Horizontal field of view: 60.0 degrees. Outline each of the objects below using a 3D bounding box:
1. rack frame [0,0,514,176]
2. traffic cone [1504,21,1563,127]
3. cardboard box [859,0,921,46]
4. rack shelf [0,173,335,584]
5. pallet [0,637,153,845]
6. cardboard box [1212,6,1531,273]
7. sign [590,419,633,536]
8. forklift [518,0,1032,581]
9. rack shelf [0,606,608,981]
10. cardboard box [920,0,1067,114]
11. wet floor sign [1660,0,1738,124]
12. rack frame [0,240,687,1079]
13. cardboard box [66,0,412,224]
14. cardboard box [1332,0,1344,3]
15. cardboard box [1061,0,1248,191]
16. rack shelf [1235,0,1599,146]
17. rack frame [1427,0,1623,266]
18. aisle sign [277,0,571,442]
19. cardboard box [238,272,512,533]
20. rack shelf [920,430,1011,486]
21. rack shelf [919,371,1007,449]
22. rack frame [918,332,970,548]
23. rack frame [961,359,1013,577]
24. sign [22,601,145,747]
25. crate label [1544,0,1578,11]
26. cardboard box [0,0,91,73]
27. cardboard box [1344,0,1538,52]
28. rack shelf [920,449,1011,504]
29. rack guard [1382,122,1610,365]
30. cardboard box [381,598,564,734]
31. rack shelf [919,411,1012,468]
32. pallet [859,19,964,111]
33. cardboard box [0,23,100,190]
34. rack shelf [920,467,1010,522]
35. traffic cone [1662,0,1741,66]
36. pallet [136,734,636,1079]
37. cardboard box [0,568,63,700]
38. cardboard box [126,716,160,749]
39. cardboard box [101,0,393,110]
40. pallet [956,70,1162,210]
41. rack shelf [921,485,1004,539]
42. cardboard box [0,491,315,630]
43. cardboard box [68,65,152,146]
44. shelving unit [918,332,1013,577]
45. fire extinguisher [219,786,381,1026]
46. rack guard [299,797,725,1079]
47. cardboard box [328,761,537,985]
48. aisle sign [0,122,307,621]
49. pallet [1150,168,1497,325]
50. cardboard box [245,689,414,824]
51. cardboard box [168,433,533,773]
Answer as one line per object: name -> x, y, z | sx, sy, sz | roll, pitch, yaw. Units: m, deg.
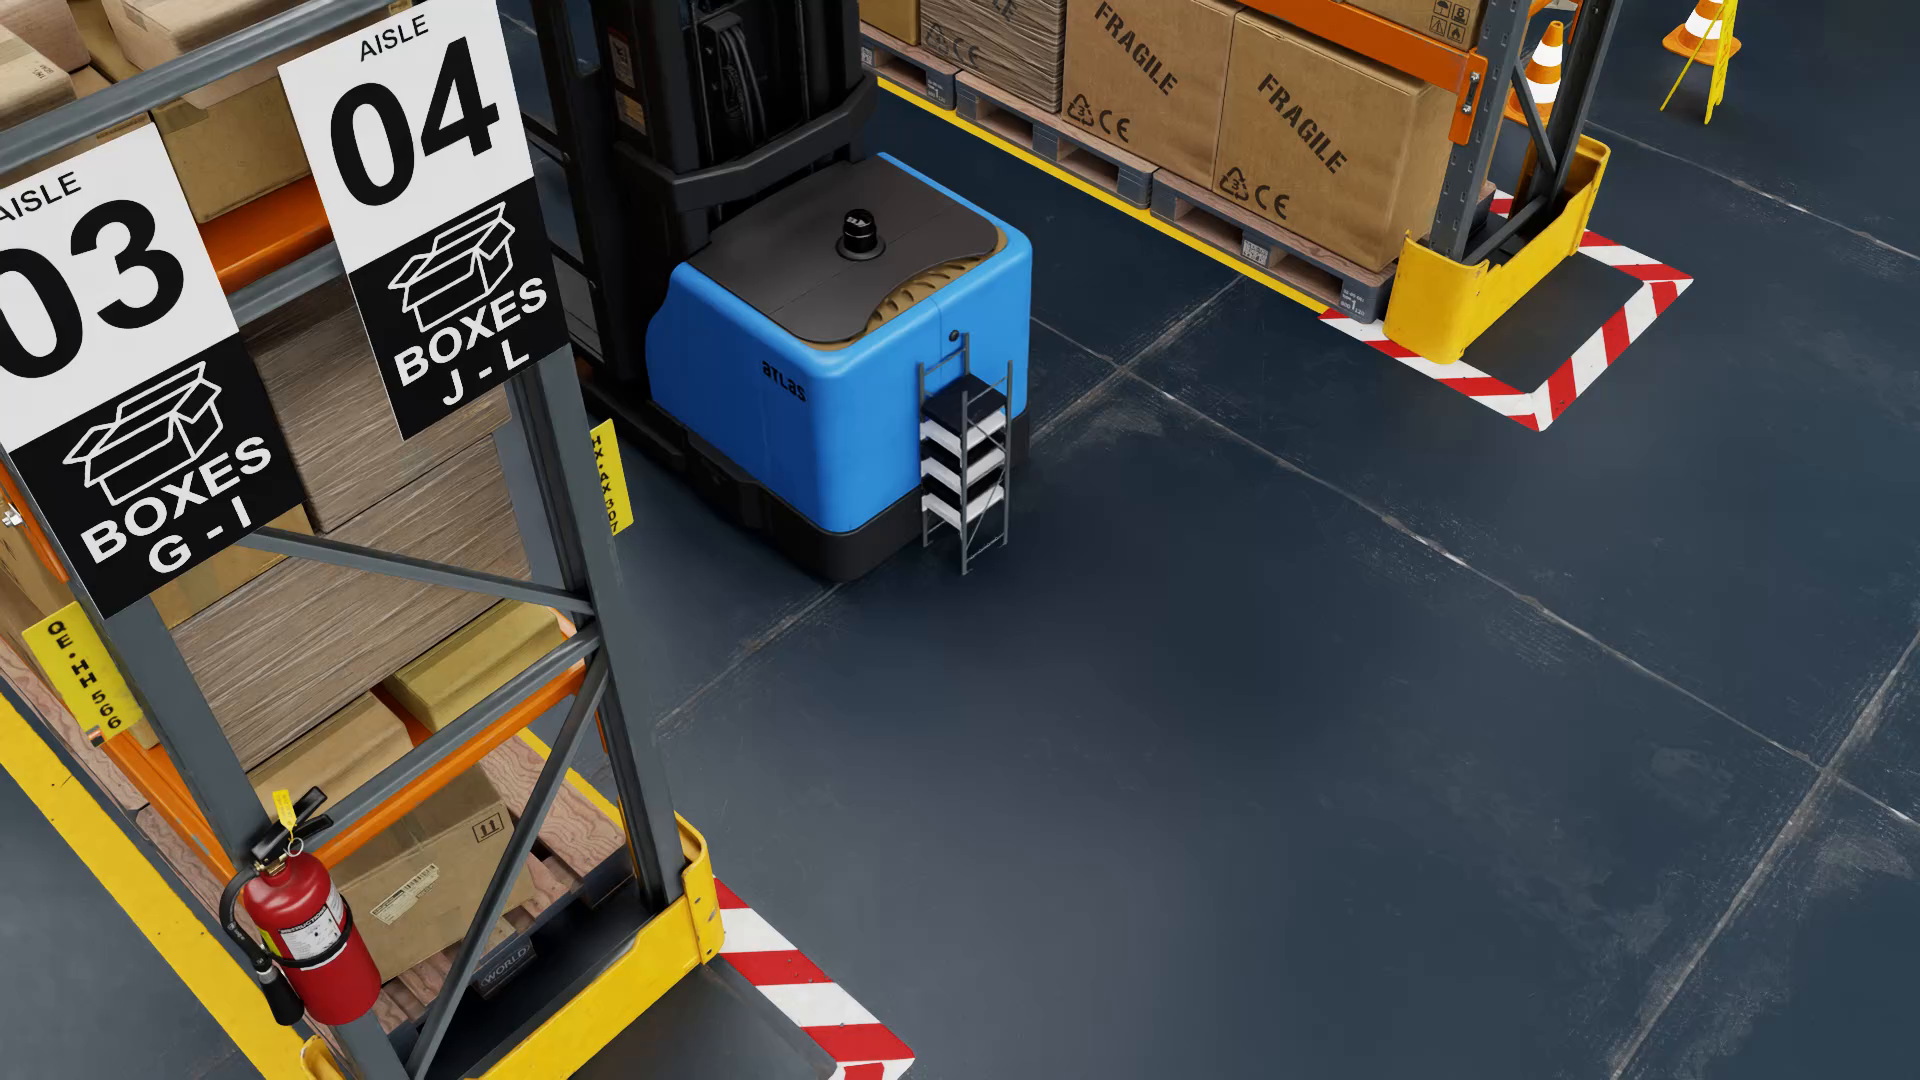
rack frame -> -1.161, -1.594, 1.574 | 0.127, 3.000, 1.000 | 34, 55, 28
traffic cone -> 2.850, -2.302, 8.094 | 0.334, 0.463, 0.336 | 34, 55, 28
cardboard box -> -0.248, -3.193, 8.360 | 0.875, 0.875, 0.875 | 35, 56, 28
rack shelf -> -2.631, -1.310, 3.858 | 4.000, 0.370, 1.077 | 34, 55, 28
pallet -> -2.682, 0.353, 5.774 | 1.213, 0.211, 1.003 | 34, 55, 28
cardboard box -> 1.734, -1.864, 7.112 | 0.875, 0.875, 0.875 | 34, 56, 28
sign -> -0.793, -0.127, 3.718 | 0.005, 0.325, 0.100 | 34, 55, 28
forklift -> -1.132, -1.821, 5.949 | 3.031, 2.935, 1.130 | 36, 56, 29
rack shelf -> -2.631, -0.283, 4.952 | 4.000, 0.370, 1.077 | 34, 55, 28
cardboard box -> 0.417, -2.750, 7.943 | 0.875, 0.875, 0.875 | 34, 56, 28
wet floor sign -> 3.641, -2.388, 8.050 | 0.232, 0.644, 0.267 | 25, 52, 22
rack frame -> -1.161, 0.460, 3.761 | 0.127, 3.000, 1.000 | 34, 55, 28
cardboard box -> -1.340, -0.892, 3.076 | 0.500, 0.250, 0.500 | 36, 56, 29
cardboard box -> 1.555, -2.618, 6.548 | 0.550, 0.550, 0.875 | 34, 55, 28
cardboard box -> 1.086, -2.298, 7.519 | 0.875, 0.875, 0.875 | 33, 55, 27
rack shelf -> 0.807, -2.890, 7.400 | 4.000, 0.370, 1.077 | 34, 55, 28
rack frame -> 2.277, -2.147, 6.209 | 0.127, 3.000, 1.000 | 34, 55, 28
aisle sign -> -0.912, -0.560, 2.935 | 0.004, 0.787, 0.394 | 34, 55, 28
cardboard box -> -1.381, -0.437, 3.644 | 0.500, 0.500, 0.500 | 34, 55, 28
rack shelf -> 0.019, -0.327, 5.862 | 0.200, 0.077, 0.258 | 36, 56, 29
rack shelf -> 0.019, -0.450, 5.731 | 0.200, 0.077, 0.258 | 36, 56, 29
rack frame -> -0.053, -0.341, 5.953 | 0.006, 0.900, 0.240 | 36, 56, 29
rack frame -> 0.091, -0.236, 5.855 | 0.006, 0.900, 0.240 | 36, 56, 29
sign -> -1.552, 0.243, 2.954 | 0.005, 0.325, 0.100 | 34, 55, 28
crate label -> 3.246, -2.984, 8.958 | 0.298, 0.136, 0.250 | 9, 48, 9
cardboard box -> -1.689, -0.814, 2.728 | 0.250, 0.149, 0.380 | 32, 55, 27
cardboard box -> 1.974, -2.358, 6.304 | 0.550, 0.550, 0.875 | 34, 55, 28
rack shelf -> 0.019, -0.266, 5.928 | 0.200, 0.077, 0.258 | 36, 56, 29
rack guard -> 2.295, -1.280, 7.109 | 0.348, 0.500, 1.175 | 34, 55, 28
cardboard box -> -1.209, 0.277, 4.105 | 0.250, 0.149, 0.380 | 34, 55, 28
rack shelf -> 0.019, -0.389, 5.797 | 0.200, 0.077, 0.258 | 36, 56, 29
pallet -> -0.157, -2.753, 8.690 | 1.213, 0.211, 1.003 | 34, 55, 28
cardboard box -> -1.577, -0.622, 2.549 | 0.250, 0.149, 0.380 | 34, 55, 28
rack shelf -> 0.019, -0.204, 5.994 | 0.200, 0.077, 0.258 | 36, 56, 29
traffic cone -> 3.866, -2.740, 8.505 | 0.334, 0.463, 0.336 | 34, 55, 28
pallet -> -1.790, 0.956, 5.208 | 1.213, 0.211, 1.003 | 34, 55, 28
cardboard box -> -1.996, -0.146, 4.057 | 0.500, 0.500, 0.875 | 34, 55, 28
cardboard box -> -1.913, 0.295, 4.087 | 0.250, 0.149, 0.380 | 34, 55, 28
cardboard box -> -1.207, -0.912, 2.821 | 0.250, 0.149, 0.380 | 34, 55, 27
pallet -> 0.744, -2.150, 8.124 | 1.213, 0.211, 1.003 | 34, 55, 28
rack shelf -> 0.019, -0.142, 6.059 | 0.200, 0.077, 0.258 | 36, 56, 29
cardboard box -> -1.733, -0.158, 3.382 | 0.500, 0.500, 0.500 | 34, 55, 28
cardboard box -> -1.688, -0.618, 2.818 | 0.500, 0.250, 0.500 | 35, 56, 28
shelving unit -> 0.019, -0.289, 5.904 | 0.210, 0.900, 0.258 | 36, 56, 29
fire extinguisher -> -1.390, 0.790, 3.504 | 0.183, 0.674, 0.296 | 34, 55, 28
rack guard -> -1.217, 1.278, 4.707 | 0.348, 0.500, 1.175 | 34, 55, 28
cardboard box -> -1.609, 0.854, 4.817 | 0.500, 0.500, 0.500 | -28, 53, -24
aisle sign -> -1.319, -0.239, 2.633 | 0.004, 0.787, 0.394 | 34, 55, 28
pallet -> 1.636, -1.546, 7.557 | 1.213, 0.211, 1.003 | 34, 55, 28
cardboard box -> -1.511, 0.515, 3.881 | 0.250, 0.149, 0.380 | 34, 55, 28
cardboard box -> -1.547, 0.037, 3.885 | 0.500, 0.500, 0.875 | 34, 55, 28
